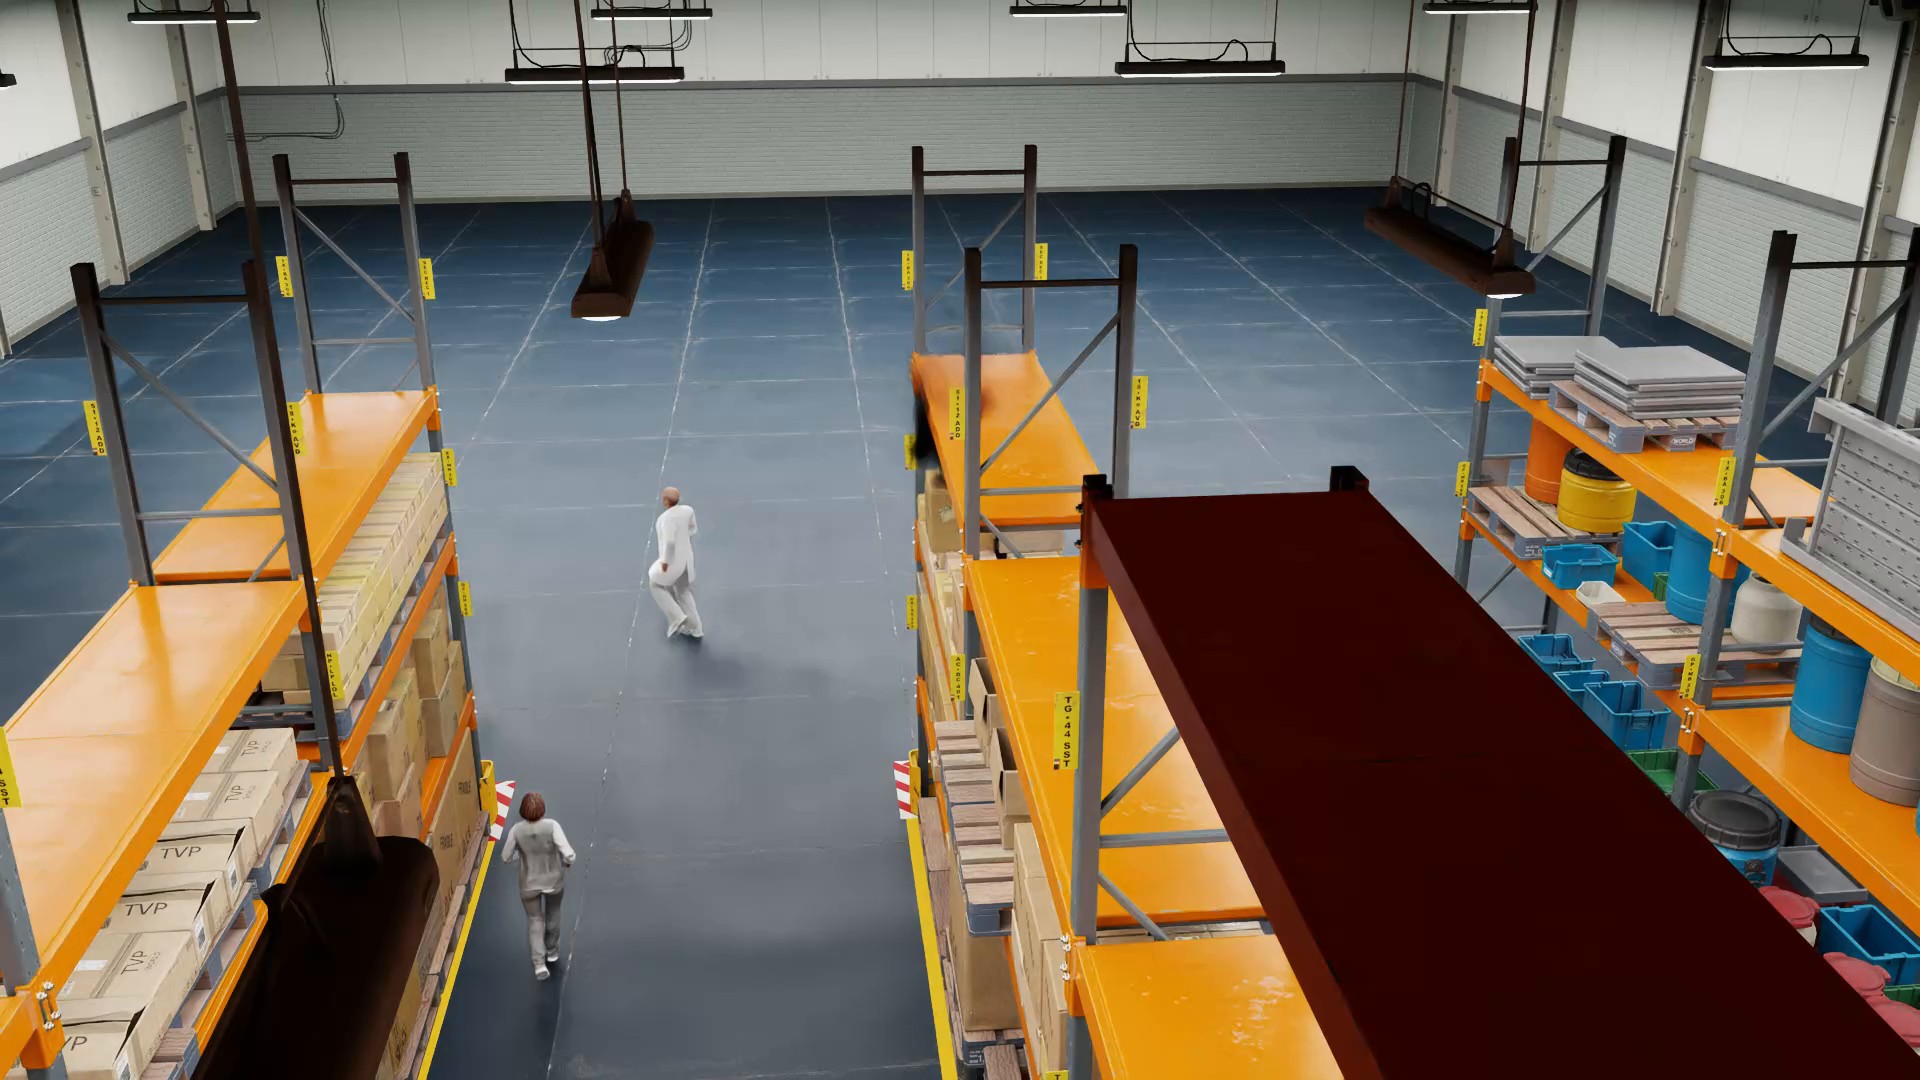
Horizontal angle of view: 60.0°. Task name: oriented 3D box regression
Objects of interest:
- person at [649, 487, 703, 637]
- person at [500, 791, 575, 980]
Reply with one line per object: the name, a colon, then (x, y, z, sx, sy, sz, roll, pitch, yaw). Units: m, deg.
person: (-3.211, 0.240, 18.661, 0.720, 1.763, 0.690, 14, 26, 32)
person: (-3.220, 2.663, 12.795, 0.558, 1.560, 0.723, -4, 22, -11)
